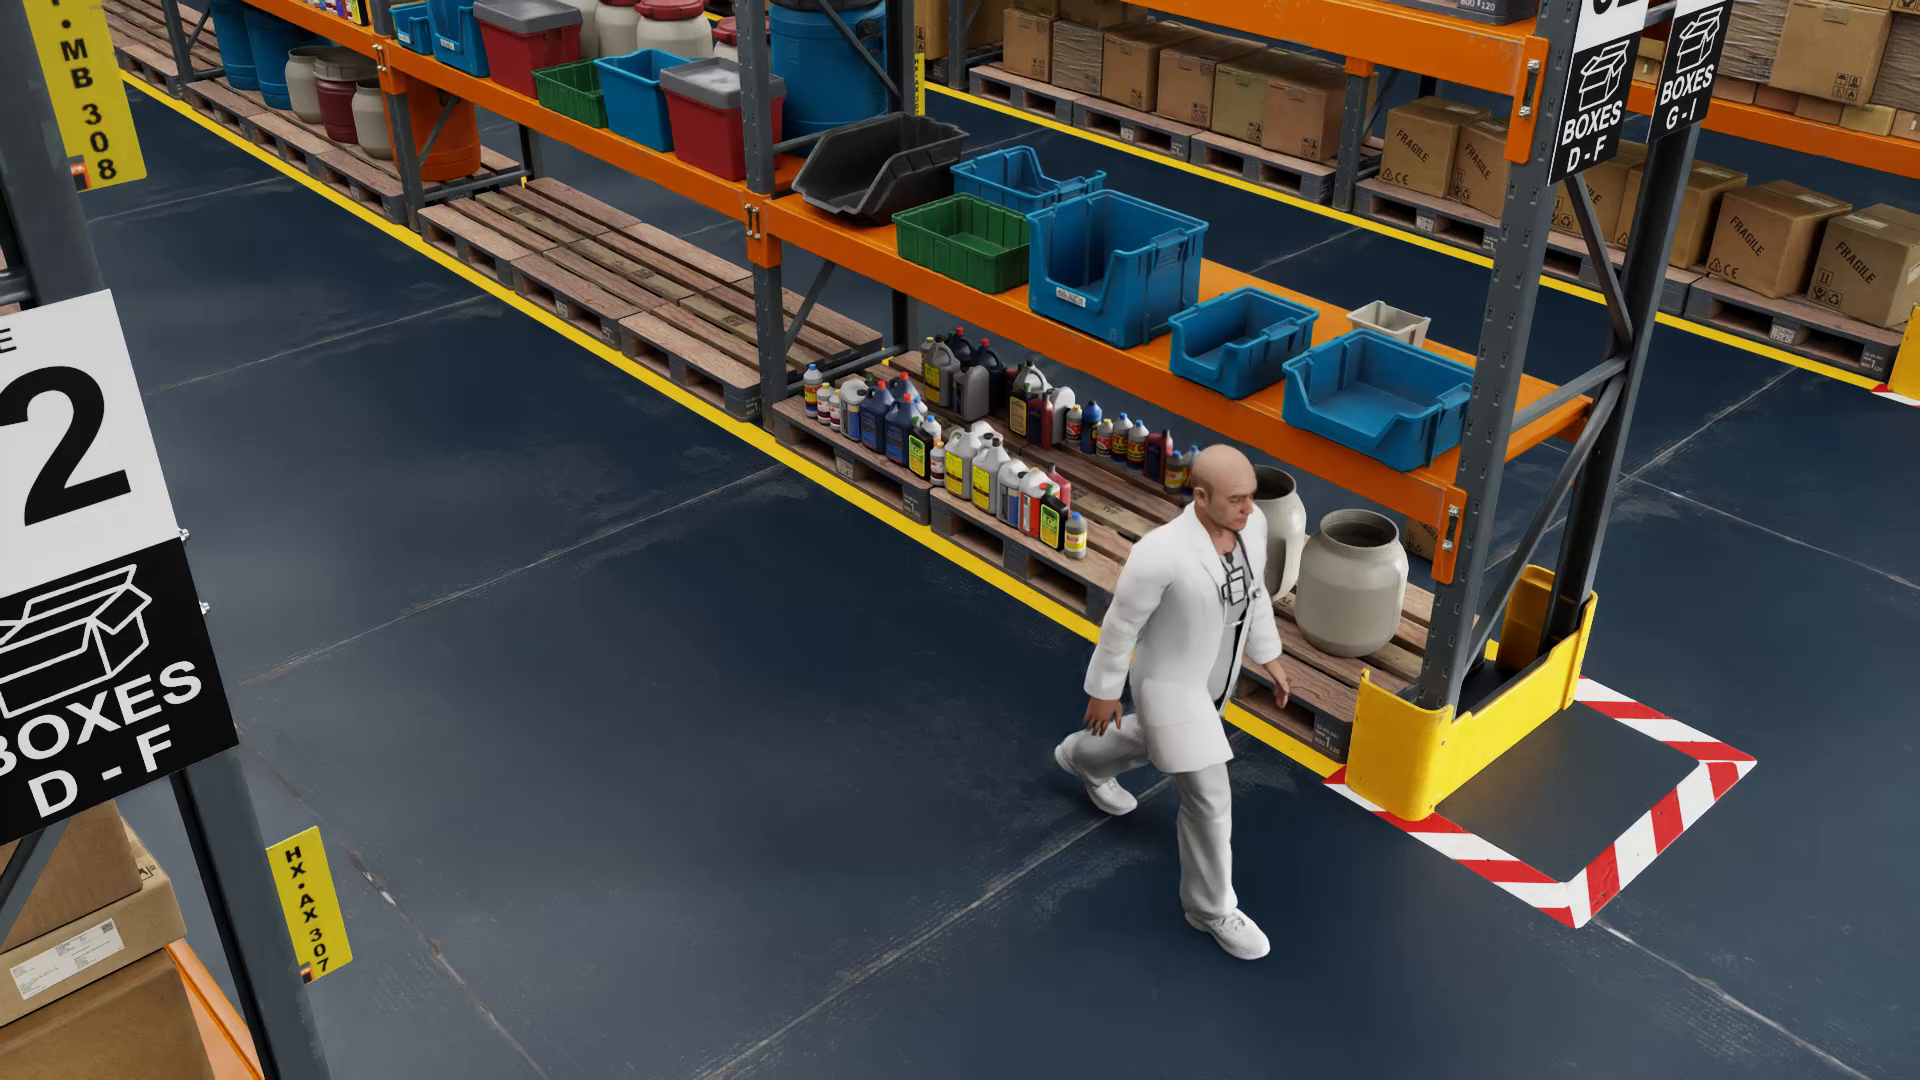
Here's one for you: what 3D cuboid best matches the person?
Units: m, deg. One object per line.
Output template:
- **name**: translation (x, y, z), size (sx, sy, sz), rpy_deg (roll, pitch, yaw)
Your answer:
- **person**: translation (0.706, 0.428, 5.459), size (1.123, 1.737, 0.635), rpy_deg (27, 41, 37)
